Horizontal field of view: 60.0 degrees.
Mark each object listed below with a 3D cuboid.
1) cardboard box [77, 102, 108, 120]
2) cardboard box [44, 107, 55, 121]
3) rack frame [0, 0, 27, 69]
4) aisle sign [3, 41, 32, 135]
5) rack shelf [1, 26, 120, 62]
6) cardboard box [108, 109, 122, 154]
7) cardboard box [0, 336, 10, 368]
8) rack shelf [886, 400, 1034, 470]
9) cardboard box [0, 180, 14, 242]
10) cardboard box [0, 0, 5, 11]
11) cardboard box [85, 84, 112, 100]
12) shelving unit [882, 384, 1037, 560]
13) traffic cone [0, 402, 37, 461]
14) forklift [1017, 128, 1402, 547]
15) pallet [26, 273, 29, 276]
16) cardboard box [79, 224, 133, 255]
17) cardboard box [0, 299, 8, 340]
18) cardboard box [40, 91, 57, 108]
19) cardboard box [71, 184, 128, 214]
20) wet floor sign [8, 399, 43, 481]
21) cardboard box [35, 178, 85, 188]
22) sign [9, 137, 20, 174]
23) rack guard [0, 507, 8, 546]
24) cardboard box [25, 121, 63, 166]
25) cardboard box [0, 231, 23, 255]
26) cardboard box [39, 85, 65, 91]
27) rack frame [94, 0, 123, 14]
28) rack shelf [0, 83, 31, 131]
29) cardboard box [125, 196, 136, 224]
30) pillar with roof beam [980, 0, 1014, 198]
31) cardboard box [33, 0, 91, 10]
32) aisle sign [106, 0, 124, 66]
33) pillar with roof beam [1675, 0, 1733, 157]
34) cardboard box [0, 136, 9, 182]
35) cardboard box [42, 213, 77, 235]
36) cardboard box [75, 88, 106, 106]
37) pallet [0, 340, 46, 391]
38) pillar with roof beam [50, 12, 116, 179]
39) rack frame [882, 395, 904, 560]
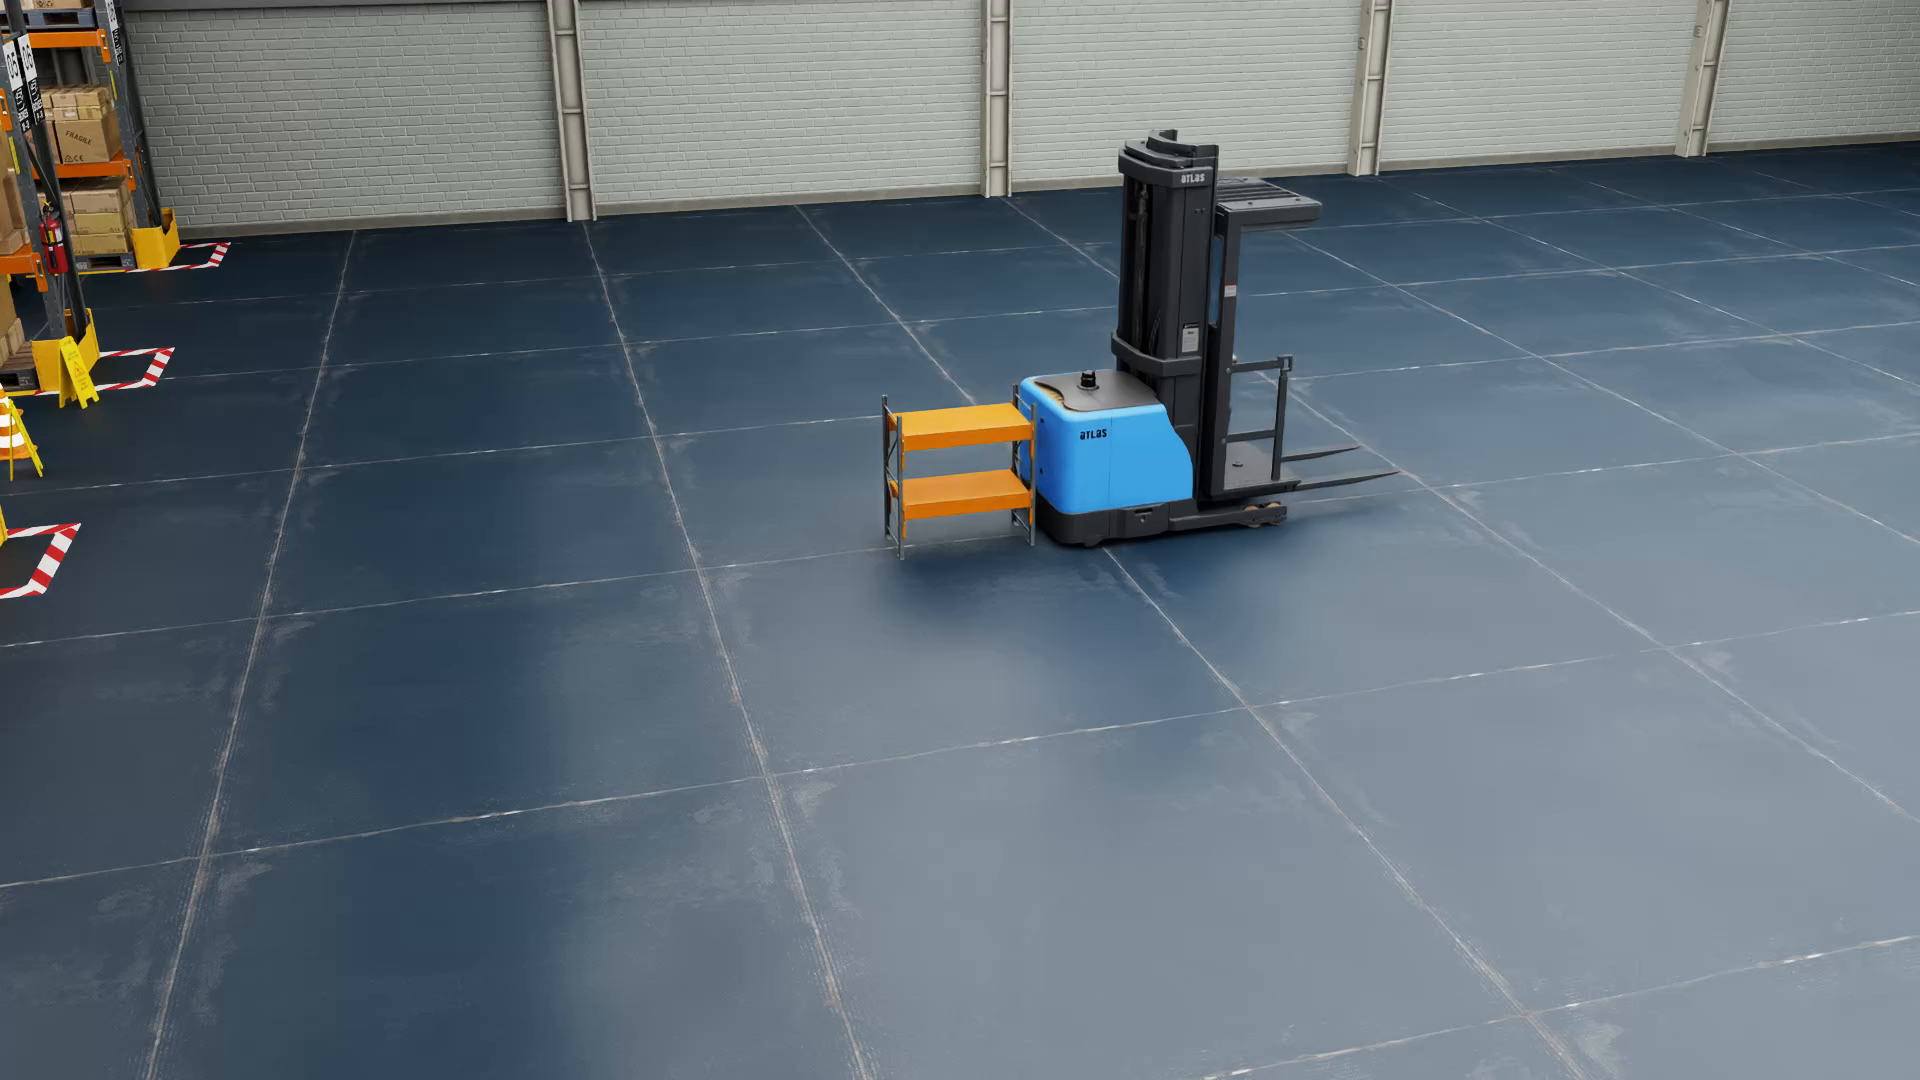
[{"bbox_3d":[-10.371,-5.132,19.887,0.250,0.149,0.380,-6,24,-14],"label":"cardboard box"},{"bbox_3d":[-10.876,-5.089,19.787,0.250,0.149,0.380,-6,24,-13],"label":"cardboard box"},{"bbox_3d":[-8.769,-5.804,14.795,0.127,3.000,1.000,-6,24,-14],"label":"rack frame"},{"bbox_3d":[-8.631,-4.138,15.224,0.004,0.787,0.394,-6,24,-14],"label":"aisle sign"},{"bbox_3d":[-12.039,-5.766,19.423,4.000,0.370,1.077,-6,24,-14],"label":"rack shelf"},{"bbox_3d":[-10.665,-5.030,20.472,0.500,0.500,0.500,-6,24,-13],"label":"cardboard box"},{"bbox_3d":[-9.497,-1.786,15.993,0.500,0.250,0.500,-6,24,-15],"label":"cardboard box"},{"bbox_3d":[-0.007,-0.785,12.341,1.000,0.278,0.538,-6,24,-14],"label":"rack shelf"},{"bbox_3d":[-9.217,-3.067,15.521,0.500,0.500,0.500,-7,24,-15],"label":"cardboard box"},{"bbox_3d":[-11.073,-6.256,19.164,0.258,0.266,0.396,-6,24,-14],"label":"cardboard box"},{"bbox_3d":[-10.494,-5.457,20.268,0.250,0.149,0.380,-7,24,-15],"label":"cardboard box"},{"bbox_3d":[-0.007,-0.516,12.457,1.048,1.125,0.538,-6,24,-14],"label":"shelving unit"},{"bbox_3d":[-8.207,-0.961,14.332,0.334,0.463,0.336,-6,24,-14],"label":"traffic cone"},{"bbox_3d":[2.025,-1.629,12.759,3.031,2.935,1.130,-8,24,-17],"label":"forklift"},{"bbox_3d":[-12.011,-3.424,20.392,1.213,0.211,1.003,-6,24,-14],"label":"pallet"},{"bbox_3d":[-10.480,-3.691,20.432,0.500,0.250,0.500,-6,24,-14],"label":"cardboard box"},{"bbox_3d":[-9.470,-2.137,15.860,0.500,0.500,0.500,-6,24,-14],"label":"cardboard box"},{"bbox_3d":[-10.875,-5.218,19.710,0.250,0.149,0.380,-6,24,-13],"label":"cardboard box"},{"bbox_3d":[-10.472,-4.153,20.241,0.500,0.250,0.500,-5,24,-13],"label":"cardboard box"},{"bbox_3d":[-7.841,-0.852,13.847,0.232,0.644,0.267,-11,25,-23],"label":"wet floor sign"},{"bbox_3d":[-11.107,-4.286,20.552,0.500,0.250,0.500,-6,24,-14],"label":"cardboard box"},{"bbox_3d":[-8.638,-3.512,15.191,0.005,0.325,0.100,-6,24,-14],"label":"sign"},{"bbox_3d":[-7.311,-0.033,12.122,0.348,0.500,1.175,-6,24,-14],"label":"rack guard"},{"bbox_3d":[-11.018,-4.773,19.874,0.500,0.500,0.500,-6,24,-13],"label":"cardboard box"},{"bbox_3d":[-9.071,-2.811,15.745,0.250,0.149,0.380,-5,24,-13],"label":"cardboard box"},{"bbox_3d":[-11.006,-5.409,20.155,0.250,0.149,0.380,-6,24,-13],"label":"cardboard box"},{"bbox_3d":[-10.113,-7.688,19.186,0.127,3.000,1.000,-6,24,-14],"label":"rack frame"},{"bbox_3d":[-10.694,-3.882,15.032,4.000,0.370,1.077,-6,24,-14],"label":"rack shelf"},{"bbox_3d":[-10.622,-4.119,20.797,0.500,0.250,0.500,-6,24,-13],"label":"cardboard box"},{"bbox_3d":[1.690,-7.600,18.980,0.400,9.000,9.100,-6,24,-14],"label":"pillar with roof beam"},{"bbox_3d":[-10.474,-6.455,19.330,0.500,0.500,0.500,-6,24,-13],"label":"cardboard box"},{"bbox_3d":[-9.971,-6.022,19.613,0.004,0.787,0.394,-6,24,-14],"label":"aisle sign"},{"bbox_3d":[13.244,-8.878,21.959,0.400,9.000,9.100,-6,24,-14],"label":"pillar with roof beam"},{"bbox_3d":[-9.202,-3.552,15.382,0.500,0.500,0.700,-7,24,-16],"label":"cardboard box"},{"bbox_3d":[-10.983,-3.871,20.217,0.500,0.250,0.500,-7,24,-15],"label":"cardboard box"},{"bbox_3d":[-10.401,-5.294,19.887,0.250,0.149,0.380,-6,24,-14],"label":"cardboard box"},{"bbox_3d":[-9.634,-1.685,16.339,1.213,0.211,1.003,-6,24,-14],"label":"pallet"},{"bbox_3d":[-9.864,-6.322,16.002,0.400,9.000,9.100,-6,24,-14],"label":"pillar with roof beam"},{"bbox_3d":[-0.496,-0.462,12.331,0.032,1.125,0.500,-6,24,-14],"label":"rack frame"}]
